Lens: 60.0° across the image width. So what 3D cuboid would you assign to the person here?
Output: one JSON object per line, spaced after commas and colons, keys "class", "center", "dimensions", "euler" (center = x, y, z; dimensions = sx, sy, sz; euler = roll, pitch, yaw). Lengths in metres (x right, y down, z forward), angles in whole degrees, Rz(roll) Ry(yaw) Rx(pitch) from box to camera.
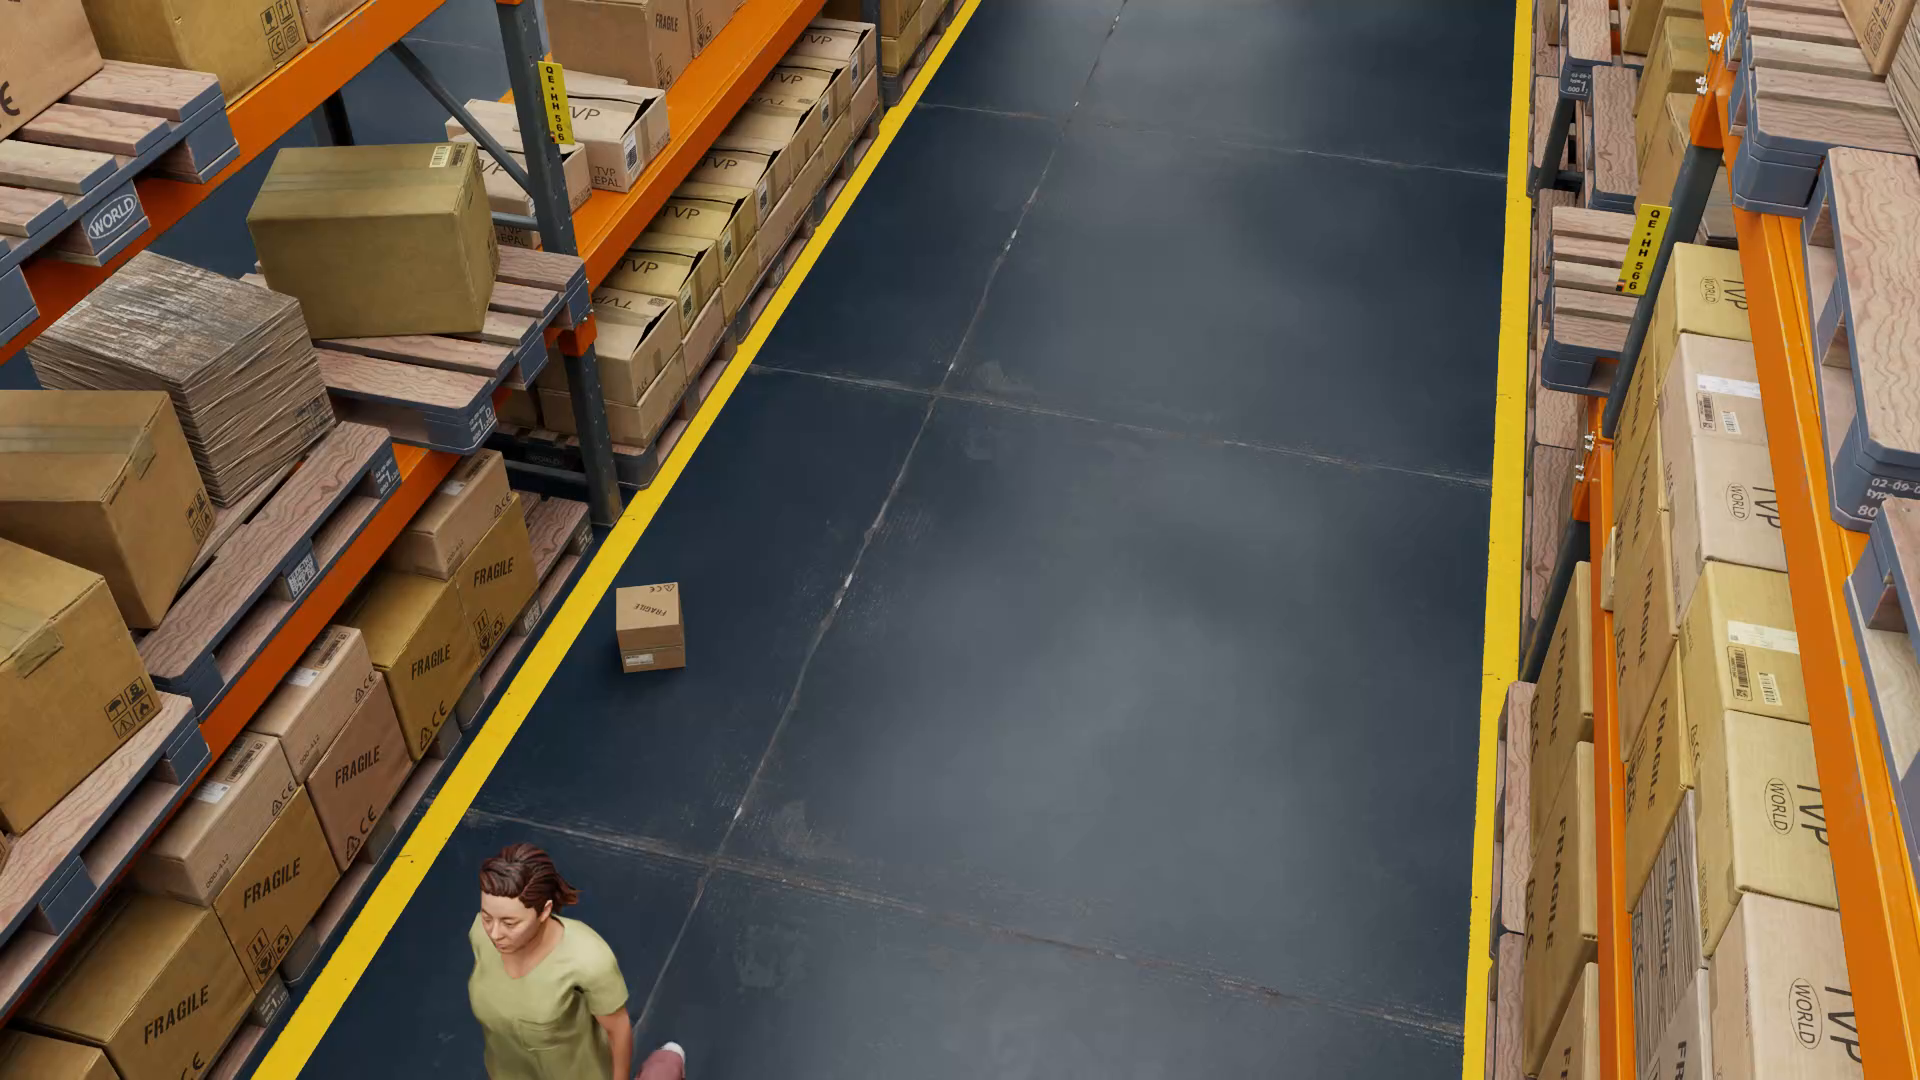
{"class": "person", "center": [-1.068, 1.399, 4.548], "dimensions": [0.446, 1.642, 0.798], "euler": [12, 43, 14]}
